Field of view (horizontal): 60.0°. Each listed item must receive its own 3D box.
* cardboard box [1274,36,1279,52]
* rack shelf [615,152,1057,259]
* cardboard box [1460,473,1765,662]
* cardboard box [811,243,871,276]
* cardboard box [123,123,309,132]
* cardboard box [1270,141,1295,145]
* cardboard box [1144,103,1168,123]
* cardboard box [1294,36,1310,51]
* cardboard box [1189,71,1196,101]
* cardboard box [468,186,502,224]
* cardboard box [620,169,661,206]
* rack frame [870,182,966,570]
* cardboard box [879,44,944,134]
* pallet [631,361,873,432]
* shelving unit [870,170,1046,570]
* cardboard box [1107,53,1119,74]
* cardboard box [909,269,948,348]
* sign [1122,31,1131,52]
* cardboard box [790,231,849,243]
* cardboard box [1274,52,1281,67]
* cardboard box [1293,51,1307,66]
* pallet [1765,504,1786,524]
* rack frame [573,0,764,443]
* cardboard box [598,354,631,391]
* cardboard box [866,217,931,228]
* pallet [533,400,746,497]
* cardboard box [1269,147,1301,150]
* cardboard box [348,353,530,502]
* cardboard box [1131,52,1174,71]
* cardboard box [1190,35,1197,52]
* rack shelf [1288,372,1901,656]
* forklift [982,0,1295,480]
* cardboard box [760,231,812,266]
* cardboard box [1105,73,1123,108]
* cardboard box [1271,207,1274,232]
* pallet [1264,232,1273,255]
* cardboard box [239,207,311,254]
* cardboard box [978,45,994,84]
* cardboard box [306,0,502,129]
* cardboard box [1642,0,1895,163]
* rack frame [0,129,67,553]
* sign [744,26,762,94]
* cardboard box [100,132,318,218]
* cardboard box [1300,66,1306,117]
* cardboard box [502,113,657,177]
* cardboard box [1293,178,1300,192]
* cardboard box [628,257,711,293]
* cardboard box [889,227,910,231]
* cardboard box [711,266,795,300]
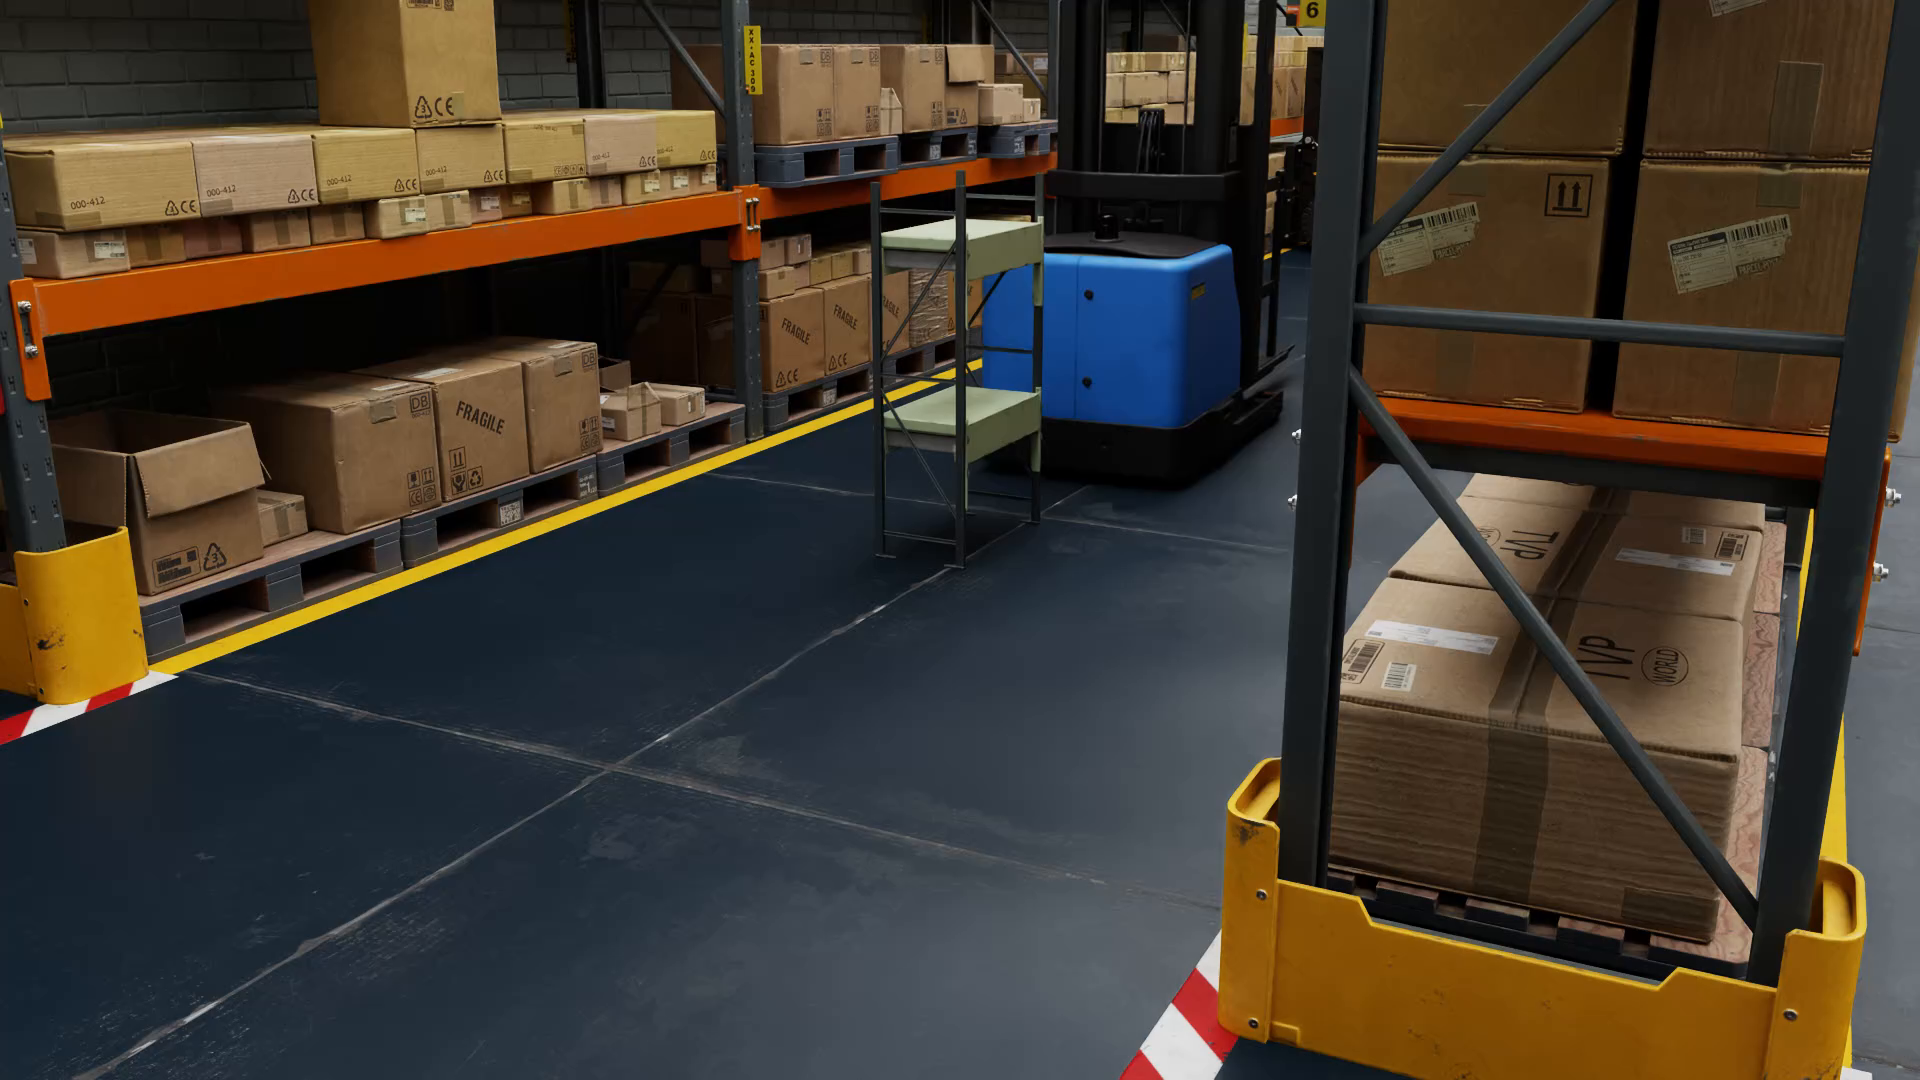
[{"bbox_3d":[2.907,-4.875,16.331,0.380,0.149,0.250,8,18,24],"label":"cardboard box"},{"bbox_3d":[-0.622,-2.190,10.394,1.077,0.370,4.000,8,18,25],"label":"rack shelf"},{"bbox_3d":[2.150,0.006,5.498,0.875,0.438,0.875,8,18,24],"label":"cardboard box"},{"bbox_3d":[-0.703,-1.675,9.909,0.380,0.149,0.250,8,18,25],"label":"cardboard box"},{"bbox_3d":[-2.878,-1.485,6.498,0.500,0.250,0.500,9,19,27],"label":"cardboard box"},{"bbox_3d":[3.462,-4.347,18.726,0.500,0.250,0.500,8,18,25],"label":"cardboard box"},{"bbox_3d":[1.375,-3.446,13.622,0.500,0.250,0.500,9,19,27],"label":"cardboard box"},{"bbox_3d":[3.394,-5.128,17.184,0.380,0.149,0.250,8,19,26],"label":"cardboard box"},{"bbox_3d":[1.845,-3.942,14.412,0.500,0.250,0.500,8,18,24],"label":"cardboard box"},{"bbox_3d":[-2.138,-1.401,6.915,0.380,0.149,0.250,8,18,25],"label":"cardboard box"},{"bbox_3d":[-1.624,-1.654,7.765,0.380,0.149,0.250,9,19,27],"label":"cardboard box"},{"bbox_3d":[-0.161,-0.627,6.503,0.400,1.500,0.023,8,18,25],"label":"rack frame"},{"bbox_3d":[-0.517,-2.702,9.939,0.700,0.500,0.500,8,18,25],"label":"cardboard box"},{"bbox_3d":[-1.186,-0.901,9.687,1.003,0.211,1.213,8,18,25],"label":"pallet"},{"bbox_3d":[0.003,-0.721,6.817,0.431,1.500,0.755,8,18,25],"label":"shelving unit"},{"bbox_3d":[0.993,-3.652,12.738,0.380,0.149,0.250,8,18,26],"label":"cardboard box"},{"bbox_3d":[-0.405,-1.518,10.520,0.500,0.500,0.500,7,18,23],"label":"cardboard box"},{"bbox_3d":[1.562,-4.587,15.539,0.100,0.325,0.005,8,18,25],"label":"sign"},{"bbox_3d":[-0.929,-1.866,10.552,0.380,0.149,0.250,7,18,23],"label":"cardboard box"},{"bbox_3d":[2.938,-4.726,16.354,0.380,0.149,0.250,8,18,25],"label":"cardboard box"},{"bbox_3d":[3.391,-4.987,17.233,0.380,0.149,0.250,8,18,26],"label":"cardboard box"},{"bbox_3d":[3.204,-0.265,7.545,1.003,0.211,1.213,8,18,25],"label":"pallet"},{"bbox_3d":[-1.516,-2.026,8.576,1.000,3.000,0.127,8,18,25],"label":"rack frame"},{"bbox_3d":[-2.022,-0.800,8.434,0.500,0.311,0.500,9,19,27],"label":"cardboard box"},{"bbox_3d":[-0.423,-2.128,11.433,0.380,0.149,0.250,8,18,26],"label":"cardboard box"},{"bbox_3d":[-1.824,-0.514,8.385,1.003,0.211,1.213,8,18,25],"label":"pallet"},{"bbox_3d":[3.480,-4.027,17.651,0.500,0.250,0.500,8,18,26],"label":"cardboard box"},{"bbox_3d":[-2.203,-0.488,7.053,0.500,0.500,0.500,8,19,26],"label":"cardboard box"},{"bbox_3d":[1.560,-3.978,13.834,0.380,0.149,0.250,8,18,26],"label":"cardboard box"},{"bbox_3d":[2.080,-4.743,15.889,0.380,0.149,0.250,8,18,24],"label":"cardboard box"},{"bbox_3d":[2.033,-0.541,4.841,1.077,0.370,4.000,8,18,25],"label":"rack shelf"},{"bbox_3d":[1.157,-2.064,8.824,1.130,2.935,3.031,7,18,23],"label":"forklift"},{"bbox_3d":[-1.044,-1.612,9.175,0.380,0.149,0.250,7,18,23],"label":"cardboard box"},{"bbox_3d":[0.913,-3.422,12.662,0.500,0.250,0.500,9,19,27],"label":"cardboard box"},{"bbox_3d":[3.000,-3.292,16.931,0.500,0.250,0.500,8,19,26],"label":"cardboard box"},{"bbox_3d":[2.452,-2.924,16.498,1.003,0.211,1.213,8,18,25],"label":"pallet"},{"bbox_3d":[-2.584,-1.134,6.015,0.380,0.149,0.250,9,19,27],"label":"cardboard box"},{"bbox_3d":[-0.098,-3.183,11.558,0.500,0.500,0.500,9,19,28],"label":"cardboard box"},{"bbox_3d":[-2.189,-1.900,6.579,0.500,0.500,0.500,9,19,27],"label":"cardboard box"},{"bbox_3d":[1.608,-0.990,3.156,0.500,0.500,0.500,8,18,24],"label":"cardboard box"},{"bbox_3d":[-3.303,-1.007,5.146,1.000,3.000,0.127,8,18,25],"label":"rack frame"},{"bbox_3d":[-1.027,-2.374,8.227,0.100,0.325,0.005,8,18,25],"label":"sign"},{"bbox_3d":[-2.634,-1.287,5.831,0.500,0.250,0.500,8,18,26],"label":"cardboard box"},{"bbox_3d":[3.392,-4.710,17.438,0.500,0.500,0.500,8,18,24],"label":"cardboard box"},{"bbox_3d":[-1.736,-1.806,7.578,0.500,0.250,0.500,8,18,26],"label":"cardboard box"},{"bbox_3d":[3.236,-3.654,17.272,0.500,0.250,0.500,8,18,25],"label":"cardboard box"},{"bbox_3d":[-1.609,-1.470,9.219,0.380,0.149,0.250,7,18,23],"label":"cardboard box"},{"bbox_3d":[-0.243,-1.941,10.803,0.380,0.149,0.250,8,18,25],"label":"cardboard box"},{"bbox_3d":[-1.117,-1.397,8.974,0.380,0.149,0.250,9,19,28],"label":"cardboard box"}]
